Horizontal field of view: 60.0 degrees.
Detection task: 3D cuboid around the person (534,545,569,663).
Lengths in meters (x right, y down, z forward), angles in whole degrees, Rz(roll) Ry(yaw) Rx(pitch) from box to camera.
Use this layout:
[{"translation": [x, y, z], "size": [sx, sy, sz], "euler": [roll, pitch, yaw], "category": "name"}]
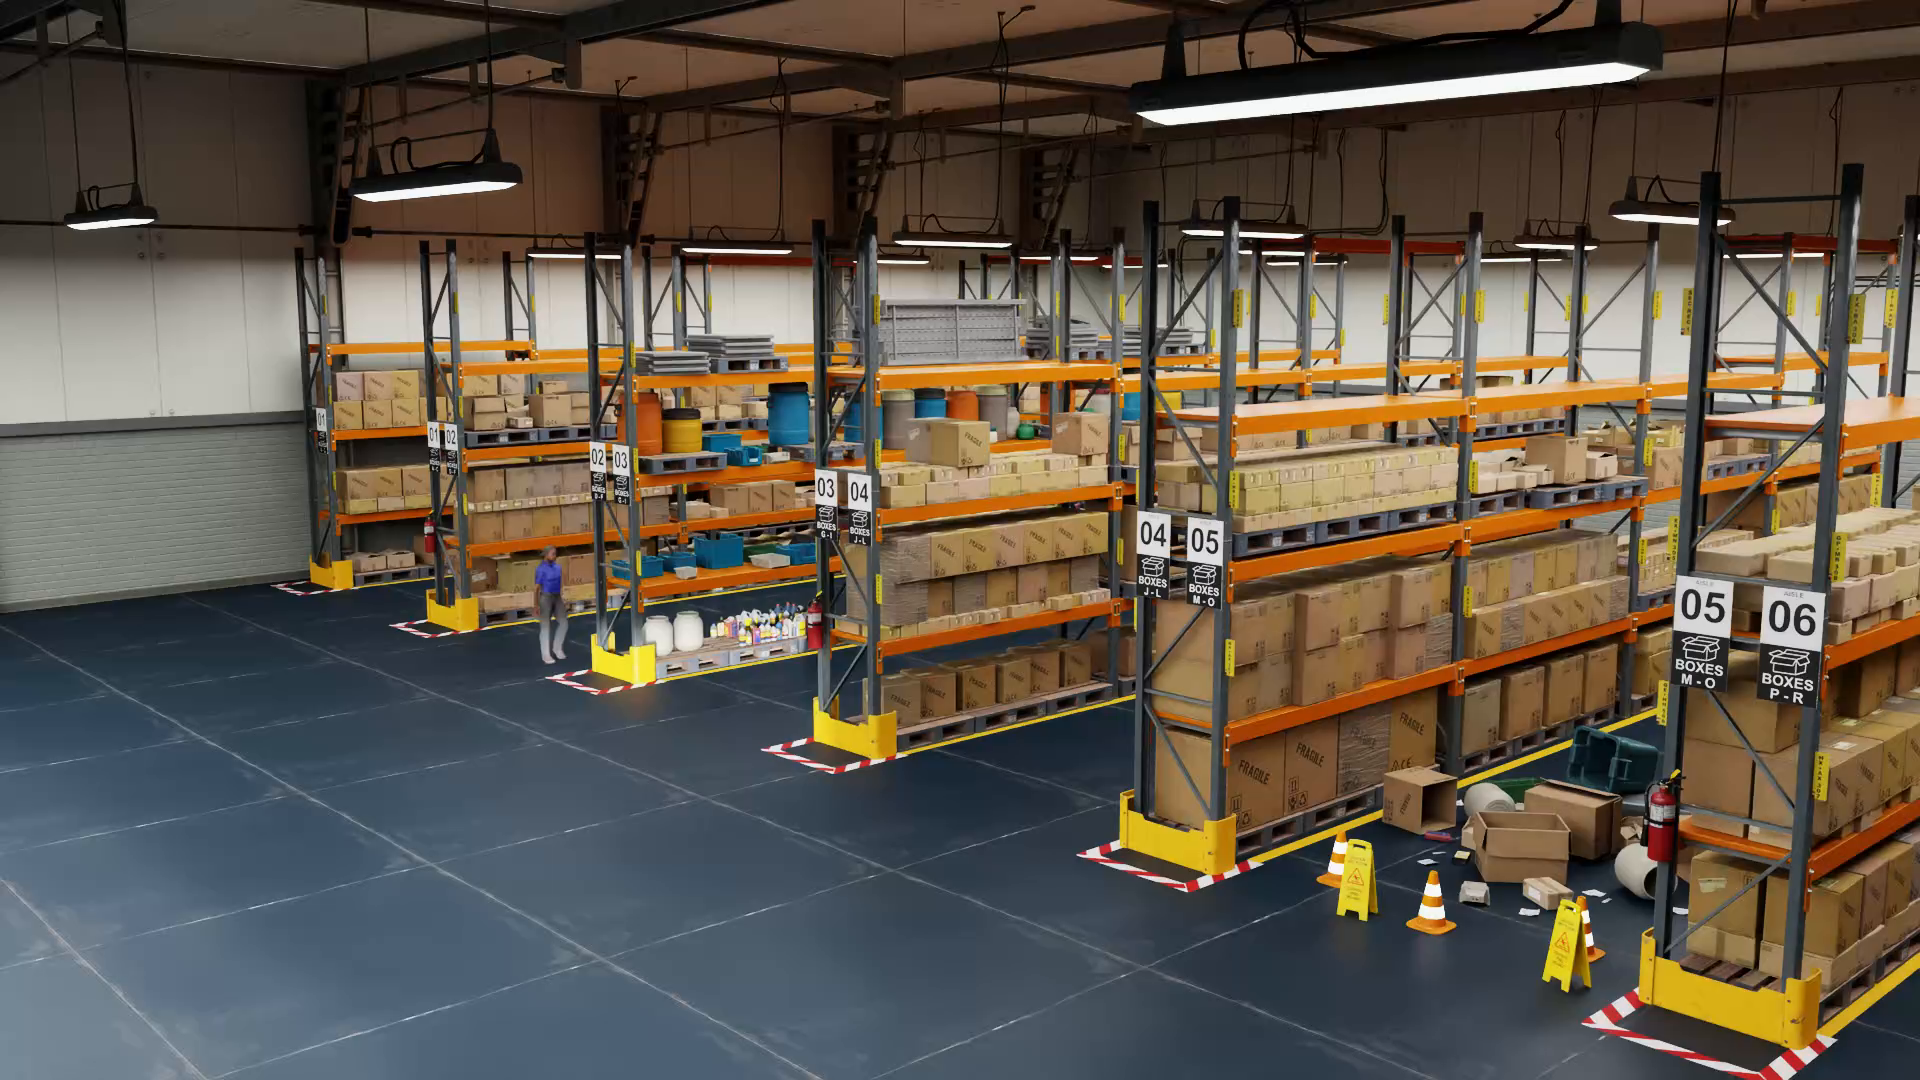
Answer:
[{"translation": [-5.827, 0.913, 23.650], "size": [0.353, 1.693, 0.538], "euler": [6, 10, 34], "category": "person"}]
